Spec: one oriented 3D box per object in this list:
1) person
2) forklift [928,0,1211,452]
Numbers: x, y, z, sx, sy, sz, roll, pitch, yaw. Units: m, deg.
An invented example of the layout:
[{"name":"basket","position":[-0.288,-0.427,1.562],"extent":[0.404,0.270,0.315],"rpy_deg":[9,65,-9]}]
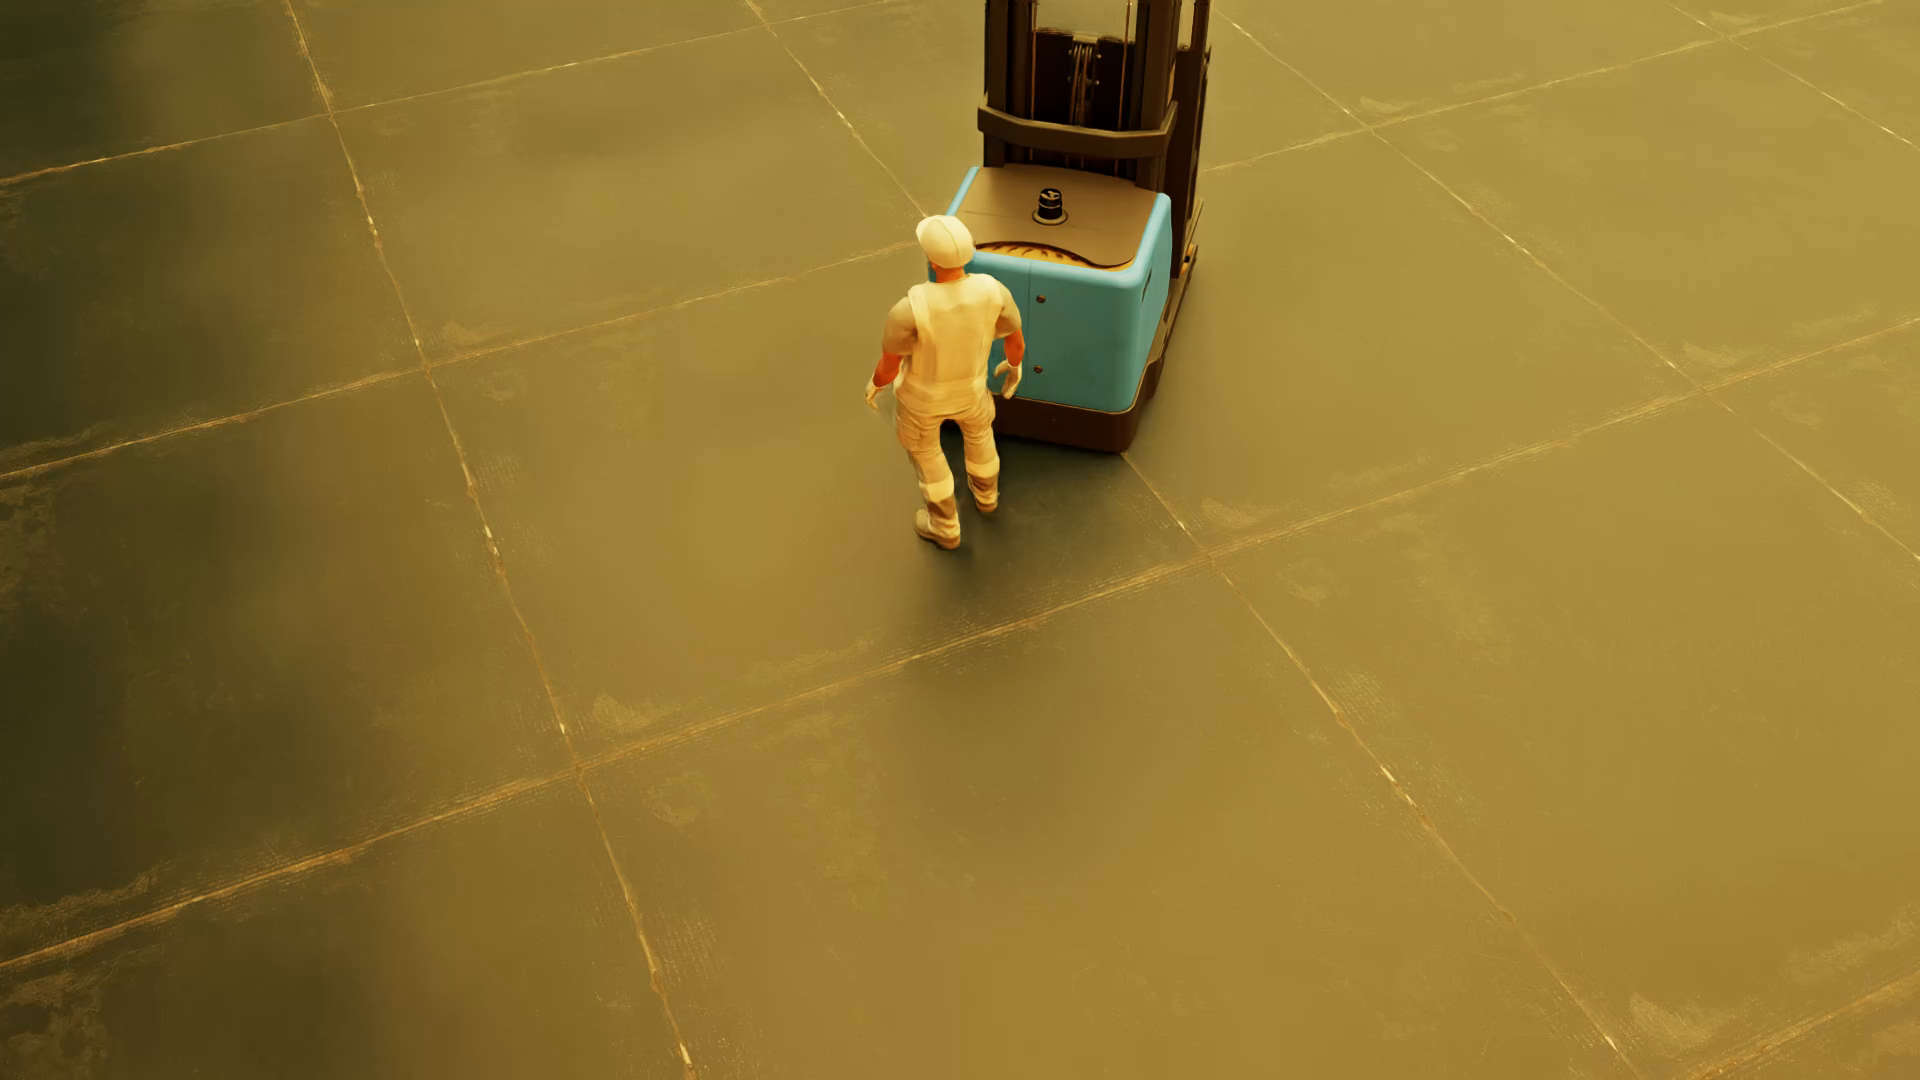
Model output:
[{"name":"person","position":[-0.080,-0.725,7.328],"extent":[0.710,1.763,0.576],"rpy_deg":[-14,45,-15]},{"name":"forklift","position":[0.724,-2.526,8.387],"extent":[1.130,2.935,3.031],"rpy_deg":[11,44,11]}]
